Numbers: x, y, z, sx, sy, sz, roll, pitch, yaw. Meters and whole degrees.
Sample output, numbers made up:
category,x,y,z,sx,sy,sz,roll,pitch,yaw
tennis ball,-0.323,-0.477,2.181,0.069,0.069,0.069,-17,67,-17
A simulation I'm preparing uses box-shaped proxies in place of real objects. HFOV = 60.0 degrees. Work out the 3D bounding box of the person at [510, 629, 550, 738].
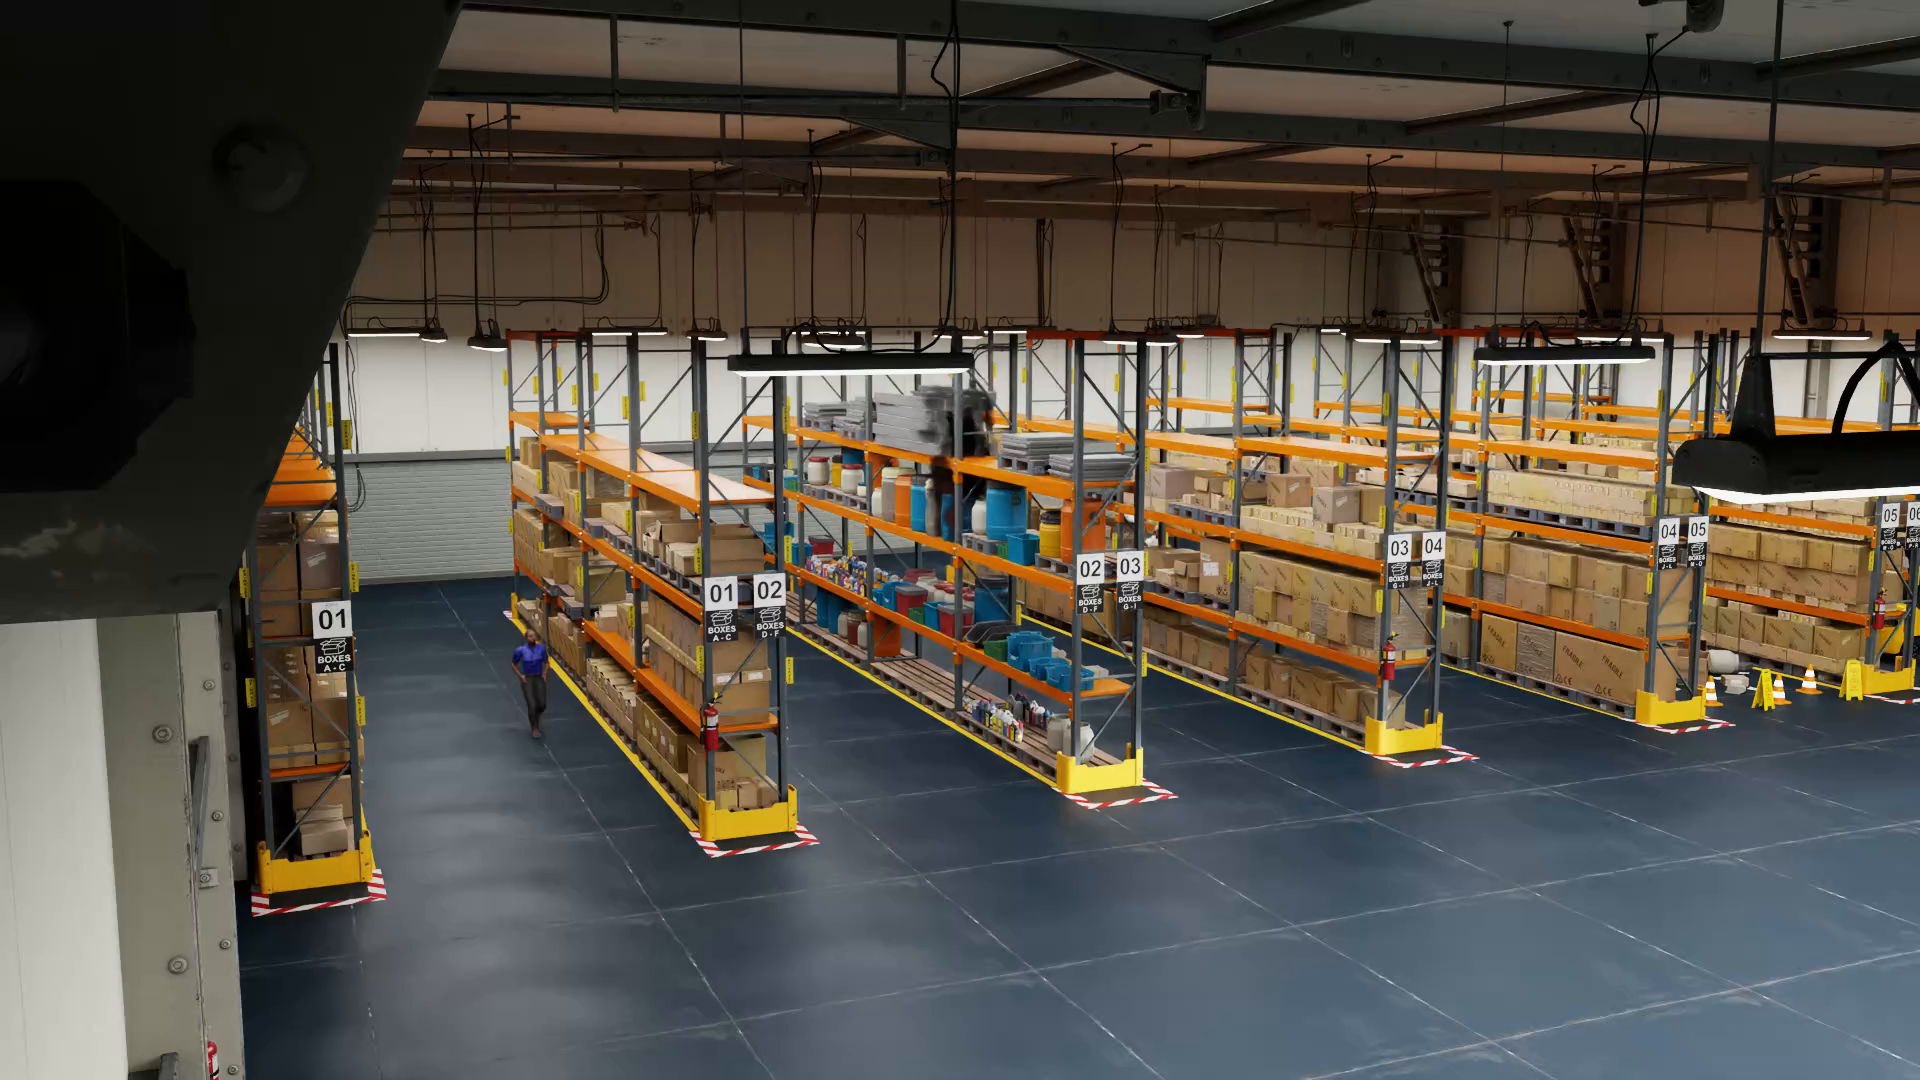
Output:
category,x,y,z,sx,sy,sz,roll,pitch,yaw
person,-6.463,2.132,25.051,0.587,1.626,0.601,-4,9,-28

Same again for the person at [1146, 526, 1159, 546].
category,x,y,z,sx,sy,sz,roll,pitch,yaw
person,4.405,0.492,37.125,0.602,1.643,0.601,-2,8,-17

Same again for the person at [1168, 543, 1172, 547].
category,x,y,z,sx,sy,sz,roll,pitch,yaw
person,4.271,0.870,34.292,0.563,1.624,0.677,-5,9,-33

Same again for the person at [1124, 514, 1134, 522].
category,x,y,z,sx,sy,sz,roll,pitch,yaw
person,4.103,-0.160,41.674,0.579,1.697,0.796,-4,9,-27
